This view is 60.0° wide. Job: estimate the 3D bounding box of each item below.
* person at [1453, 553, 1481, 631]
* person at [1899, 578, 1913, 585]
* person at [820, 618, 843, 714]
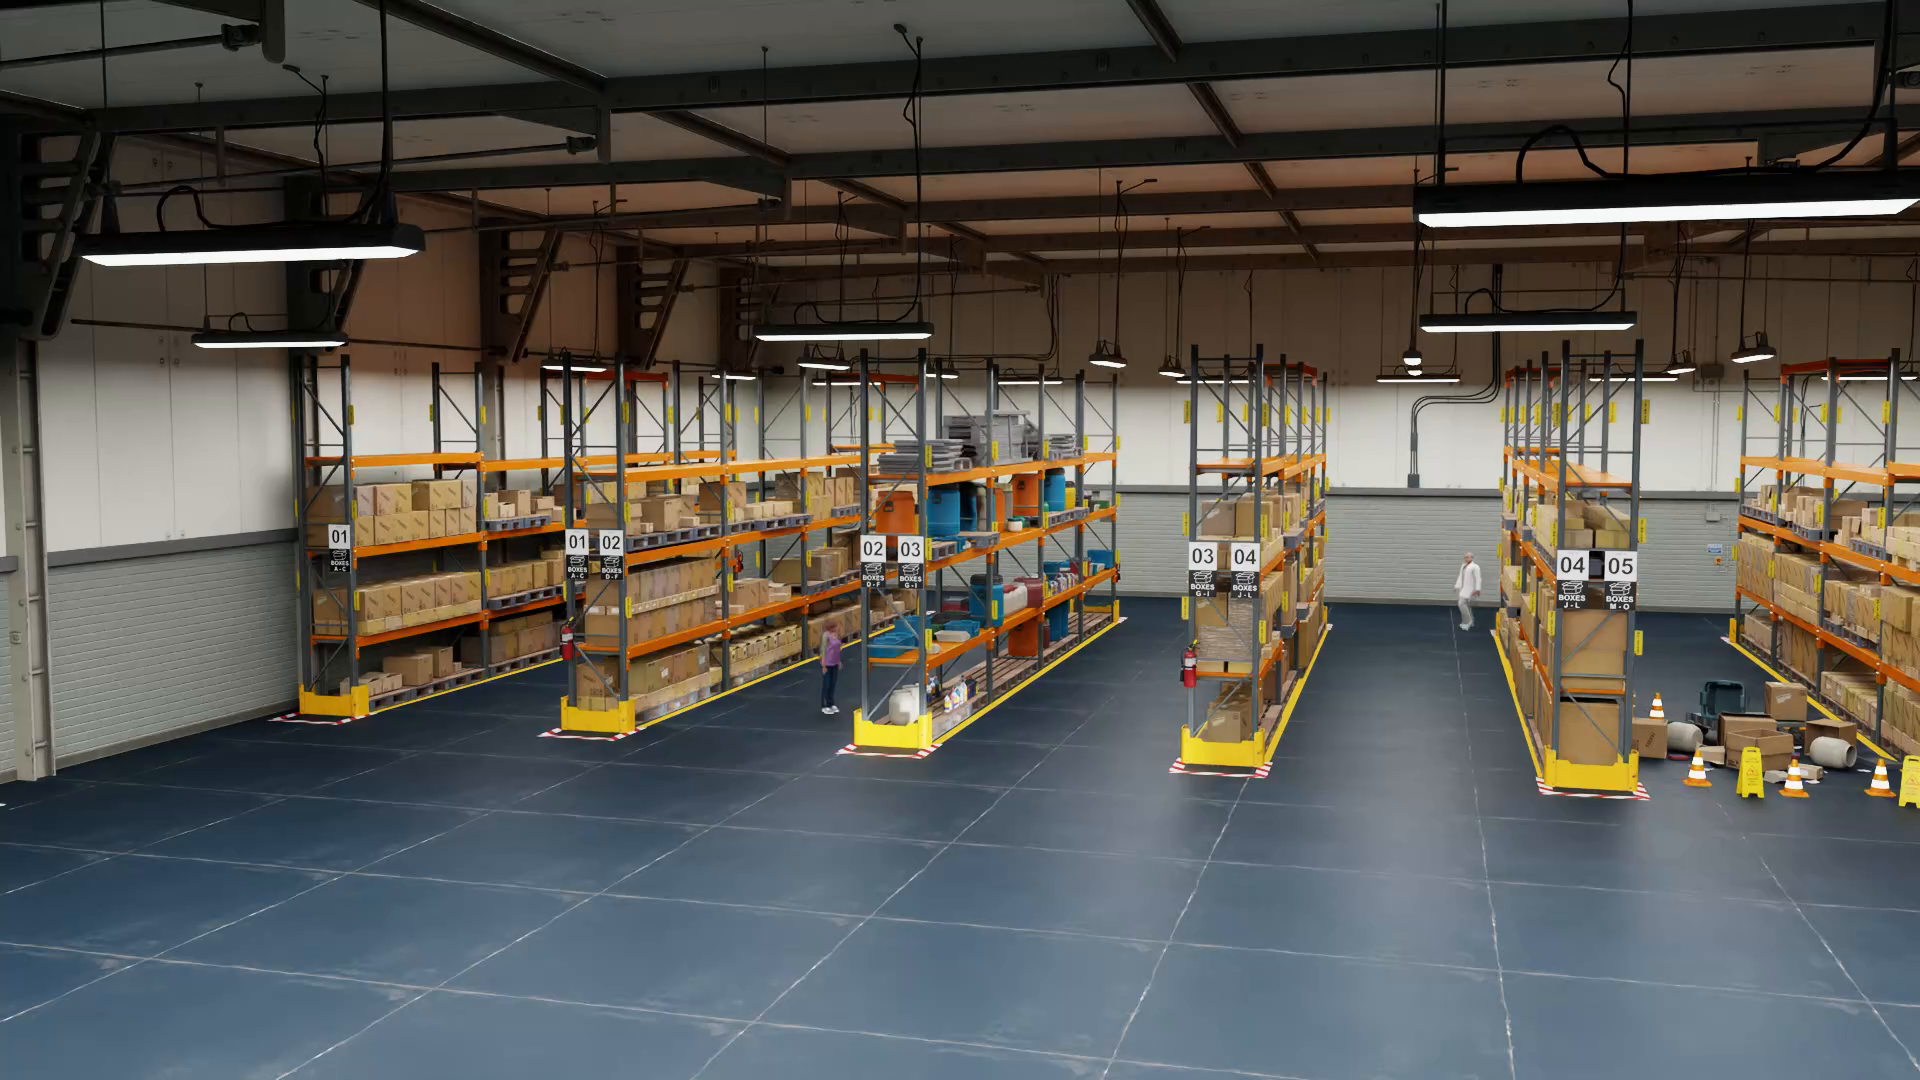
[{"bbox_3d":[11.831,1.203,38.861,0.533,1.827,0.583,-1,4,-15],"label":"person"},{"bbox_3d":[21.200,1.380,37.244,0.845,1.629,0.466,1,4,10],"label":"person"},{"bbox_3d":[-2.180,2.122,27.842,0.334,1.572,0.440,2,5,29],"label":"person"}]
